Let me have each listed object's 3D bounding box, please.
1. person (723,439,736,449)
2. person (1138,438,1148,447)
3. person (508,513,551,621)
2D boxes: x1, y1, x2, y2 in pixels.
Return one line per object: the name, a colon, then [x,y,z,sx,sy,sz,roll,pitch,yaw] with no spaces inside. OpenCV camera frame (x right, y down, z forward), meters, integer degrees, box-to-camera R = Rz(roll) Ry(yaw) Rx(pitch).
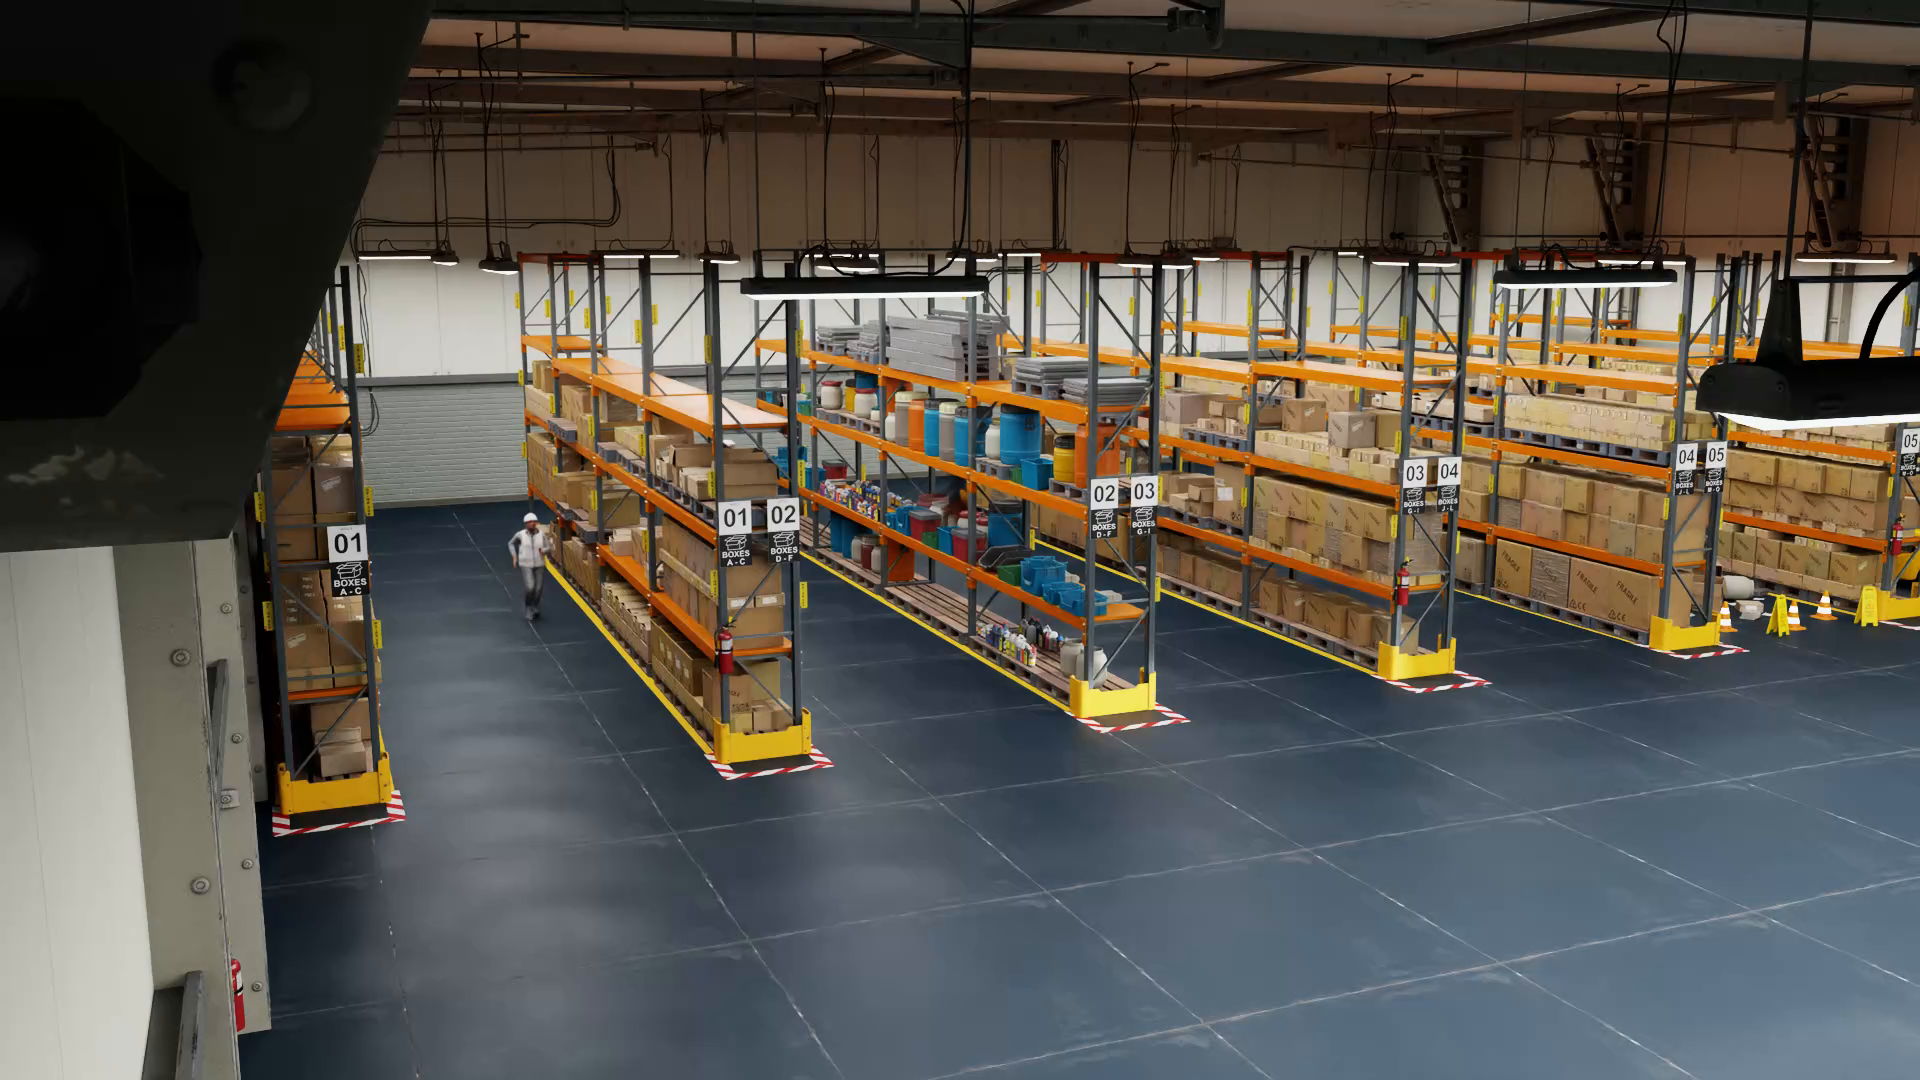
person: [-5.283,-1.412,37.697,0.976,1.749,0.682,-4,11,-20]
person: [4.547,-1.956,41.409,0.611,1.586,0.538,-10,14,-44]
person: [-7.133,0.447,27.708,0.646,1.799,0.725,-6,12,-28]
